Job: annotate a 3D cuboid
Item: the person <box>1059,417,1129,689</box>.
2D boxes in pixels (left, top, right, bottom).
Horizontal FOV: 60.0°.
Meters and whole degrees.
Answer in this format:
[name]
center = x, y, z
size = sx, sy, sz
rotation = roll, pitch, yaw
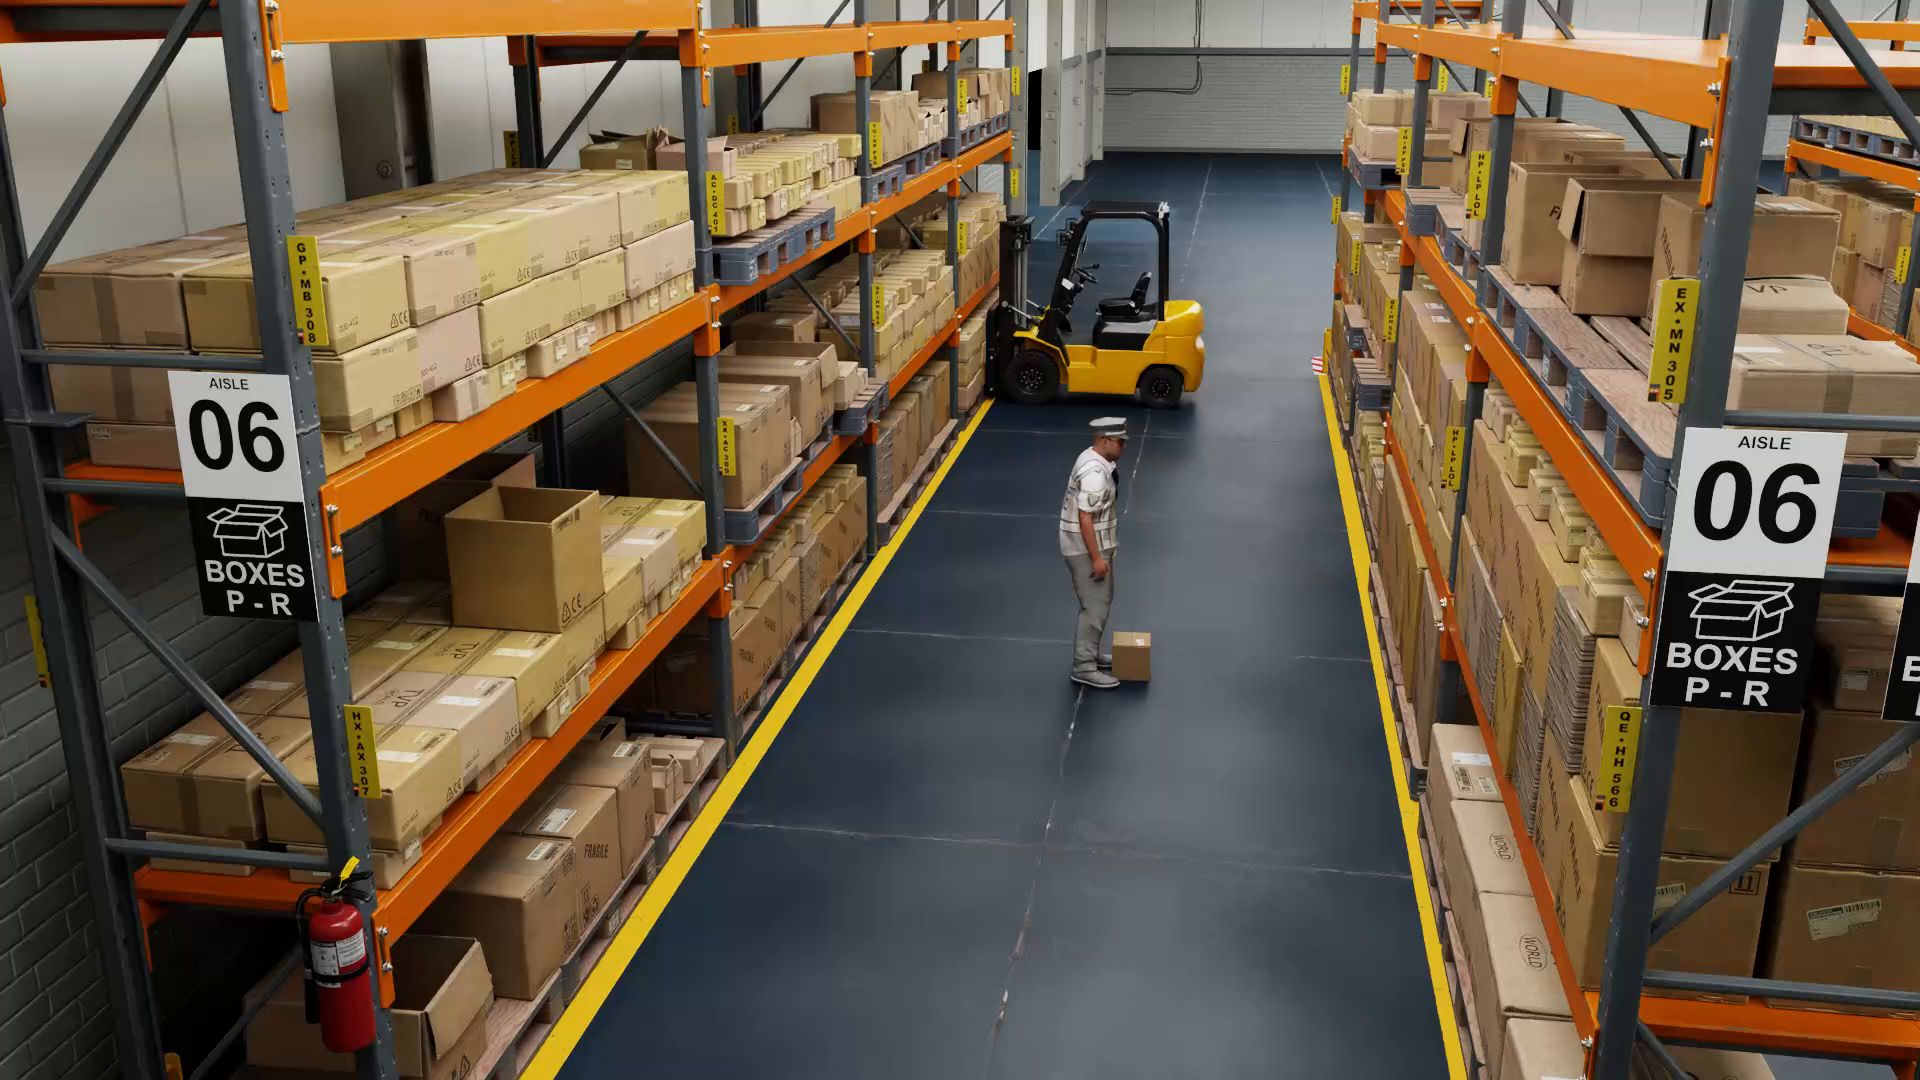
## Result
[person]
center = 0.870, 0.052, 10.875
size = 0.435, 1.749, 0.585
rotation = 3, 18, 9
